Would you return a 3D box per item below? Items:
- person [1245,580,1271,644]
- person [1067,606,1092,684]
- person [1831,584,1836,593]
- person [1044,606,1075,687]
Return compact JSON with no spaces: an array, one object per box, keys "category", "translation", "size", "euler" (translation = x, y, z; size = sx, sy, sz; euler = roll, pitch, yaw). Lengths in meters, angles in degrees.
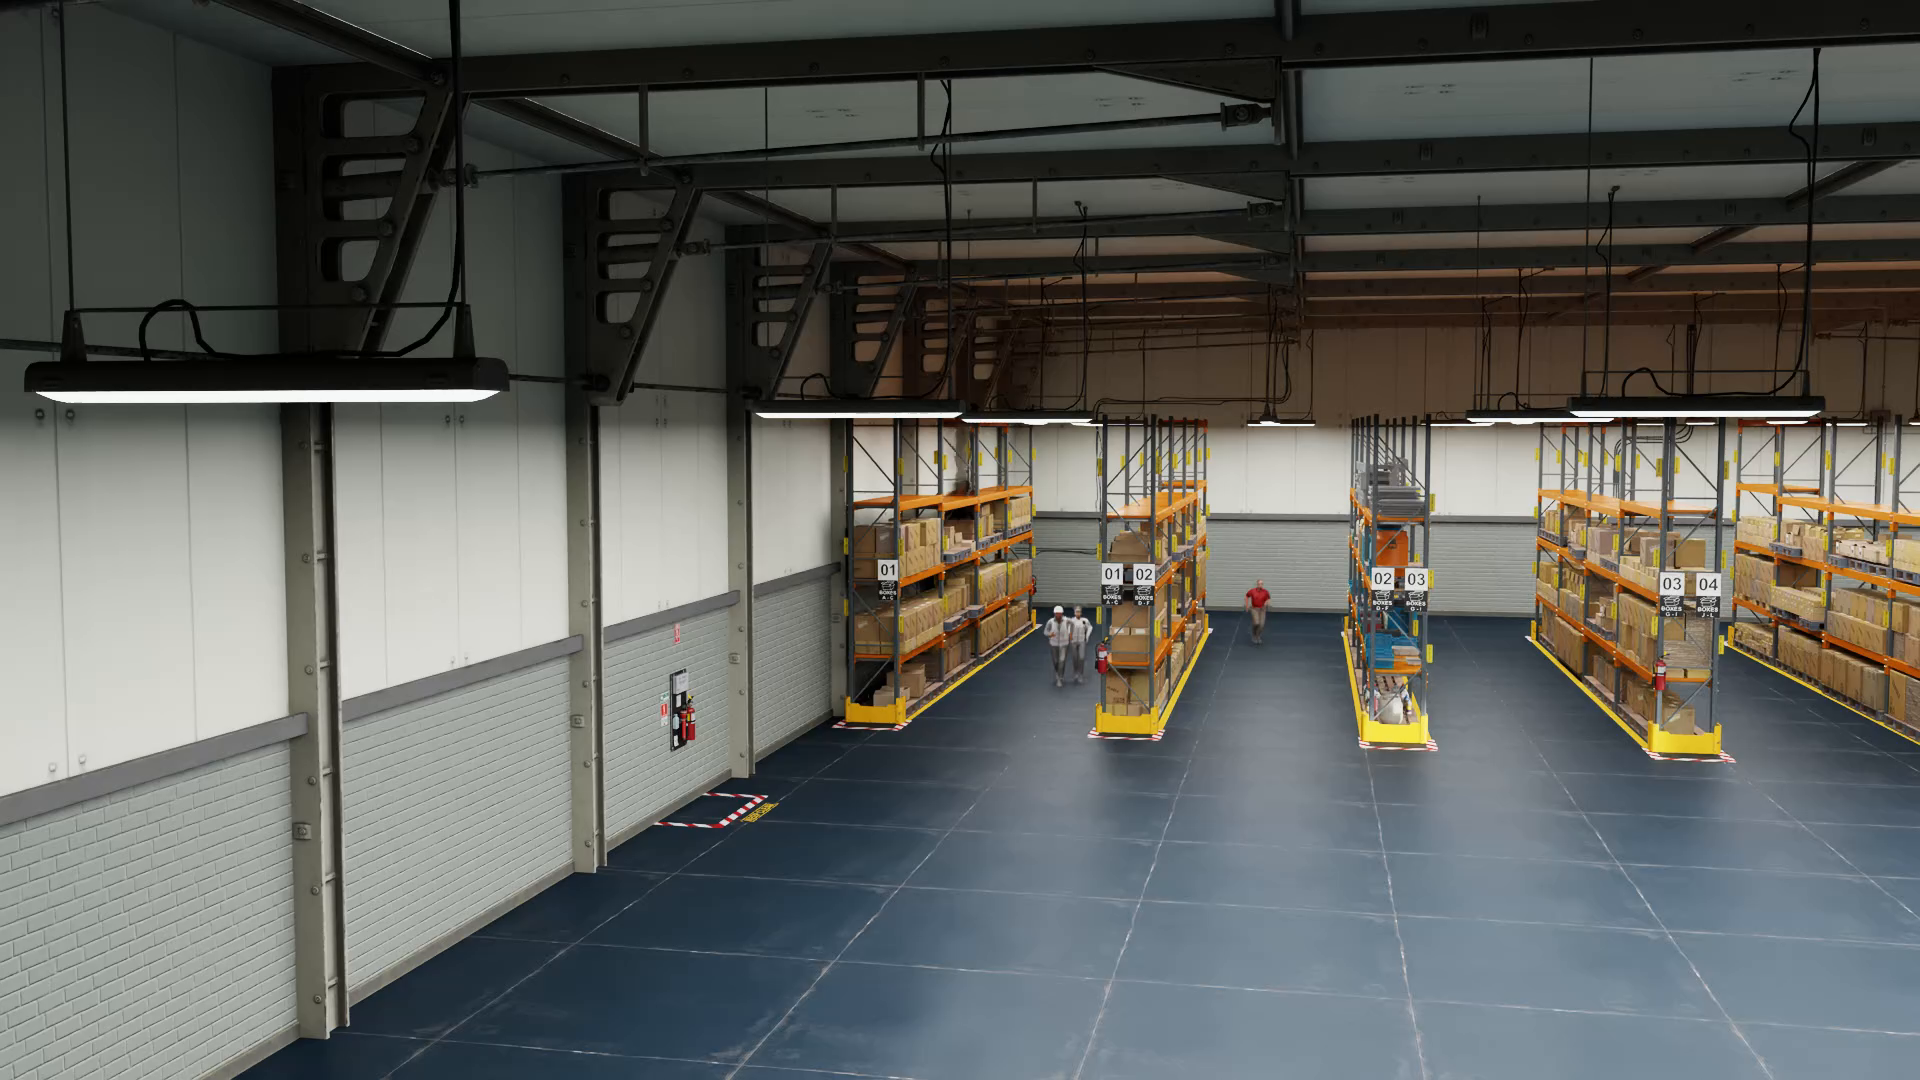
[{"category":"person","translation":[7.962,1.925,44.310],"size":[0.633,1.732,0.789],"euler":[0,4,-5]},{"category":"person","translation":[2.687,2.355,37.750],"size":[0.596,1.740,0.720],"euler":[0,4,7]},{"category":"person","translation":[22.020,2.034,41.916],"size":[0.627,1.822,0.896],"euler":[0,4,6]},{"category":"person","translation":[2.228,2.371,37.375],"size":[0.687,1.805,0.956],"euler":[0,4,5]}]
